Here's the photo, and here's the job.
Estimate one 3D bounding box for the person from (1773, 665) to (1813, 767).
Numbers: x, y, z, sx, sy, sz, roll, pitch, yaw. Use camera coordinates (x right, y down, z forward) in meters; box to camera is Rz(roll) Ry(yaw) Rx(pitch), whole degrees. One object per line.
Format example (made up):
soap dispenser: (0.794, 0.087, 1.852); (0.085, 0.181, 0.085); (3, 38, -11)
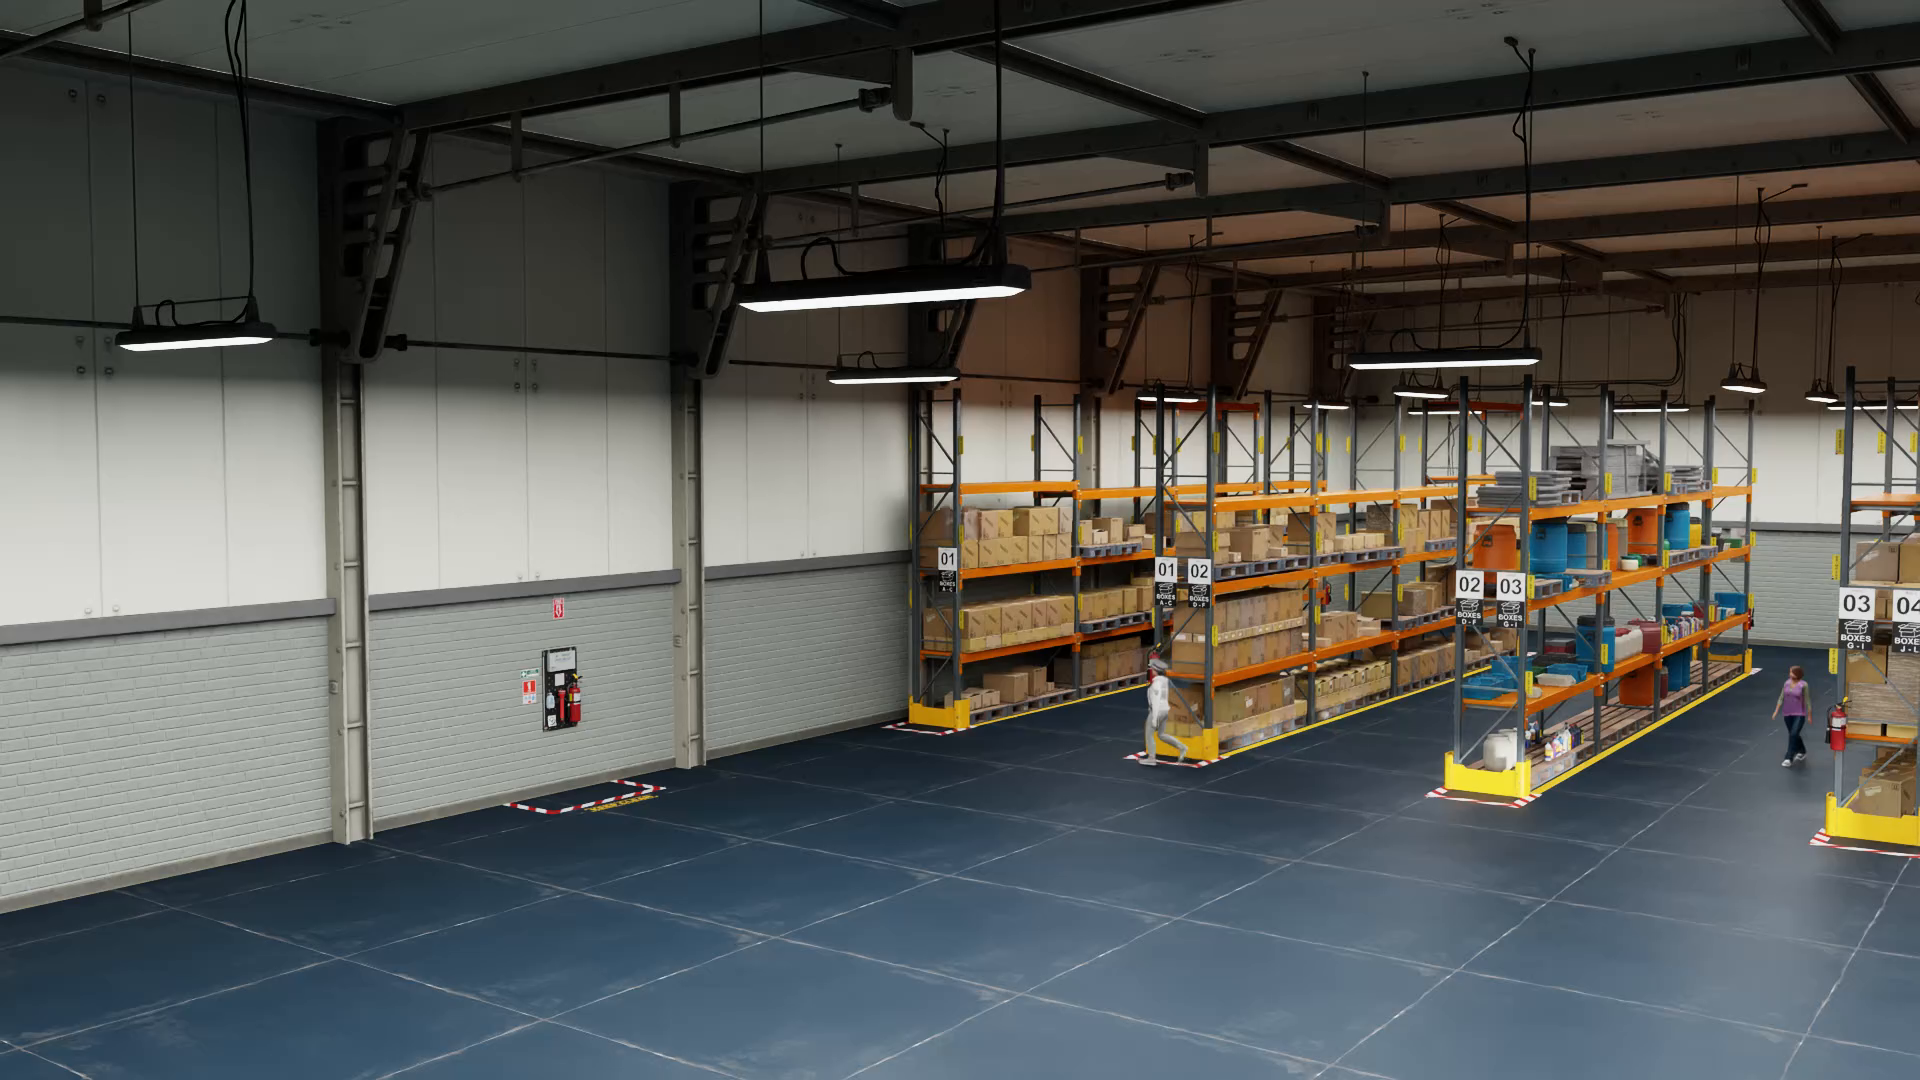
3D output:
person: (13.010, 2.724, 25.988); (0.955, 1.538, 0.499); (-3, 4, -38)

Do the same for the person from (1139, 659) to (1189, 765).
person: (3.169, 2.683, 25.884); (0.768, 1.658, 0.508); (2, 4, 28)
